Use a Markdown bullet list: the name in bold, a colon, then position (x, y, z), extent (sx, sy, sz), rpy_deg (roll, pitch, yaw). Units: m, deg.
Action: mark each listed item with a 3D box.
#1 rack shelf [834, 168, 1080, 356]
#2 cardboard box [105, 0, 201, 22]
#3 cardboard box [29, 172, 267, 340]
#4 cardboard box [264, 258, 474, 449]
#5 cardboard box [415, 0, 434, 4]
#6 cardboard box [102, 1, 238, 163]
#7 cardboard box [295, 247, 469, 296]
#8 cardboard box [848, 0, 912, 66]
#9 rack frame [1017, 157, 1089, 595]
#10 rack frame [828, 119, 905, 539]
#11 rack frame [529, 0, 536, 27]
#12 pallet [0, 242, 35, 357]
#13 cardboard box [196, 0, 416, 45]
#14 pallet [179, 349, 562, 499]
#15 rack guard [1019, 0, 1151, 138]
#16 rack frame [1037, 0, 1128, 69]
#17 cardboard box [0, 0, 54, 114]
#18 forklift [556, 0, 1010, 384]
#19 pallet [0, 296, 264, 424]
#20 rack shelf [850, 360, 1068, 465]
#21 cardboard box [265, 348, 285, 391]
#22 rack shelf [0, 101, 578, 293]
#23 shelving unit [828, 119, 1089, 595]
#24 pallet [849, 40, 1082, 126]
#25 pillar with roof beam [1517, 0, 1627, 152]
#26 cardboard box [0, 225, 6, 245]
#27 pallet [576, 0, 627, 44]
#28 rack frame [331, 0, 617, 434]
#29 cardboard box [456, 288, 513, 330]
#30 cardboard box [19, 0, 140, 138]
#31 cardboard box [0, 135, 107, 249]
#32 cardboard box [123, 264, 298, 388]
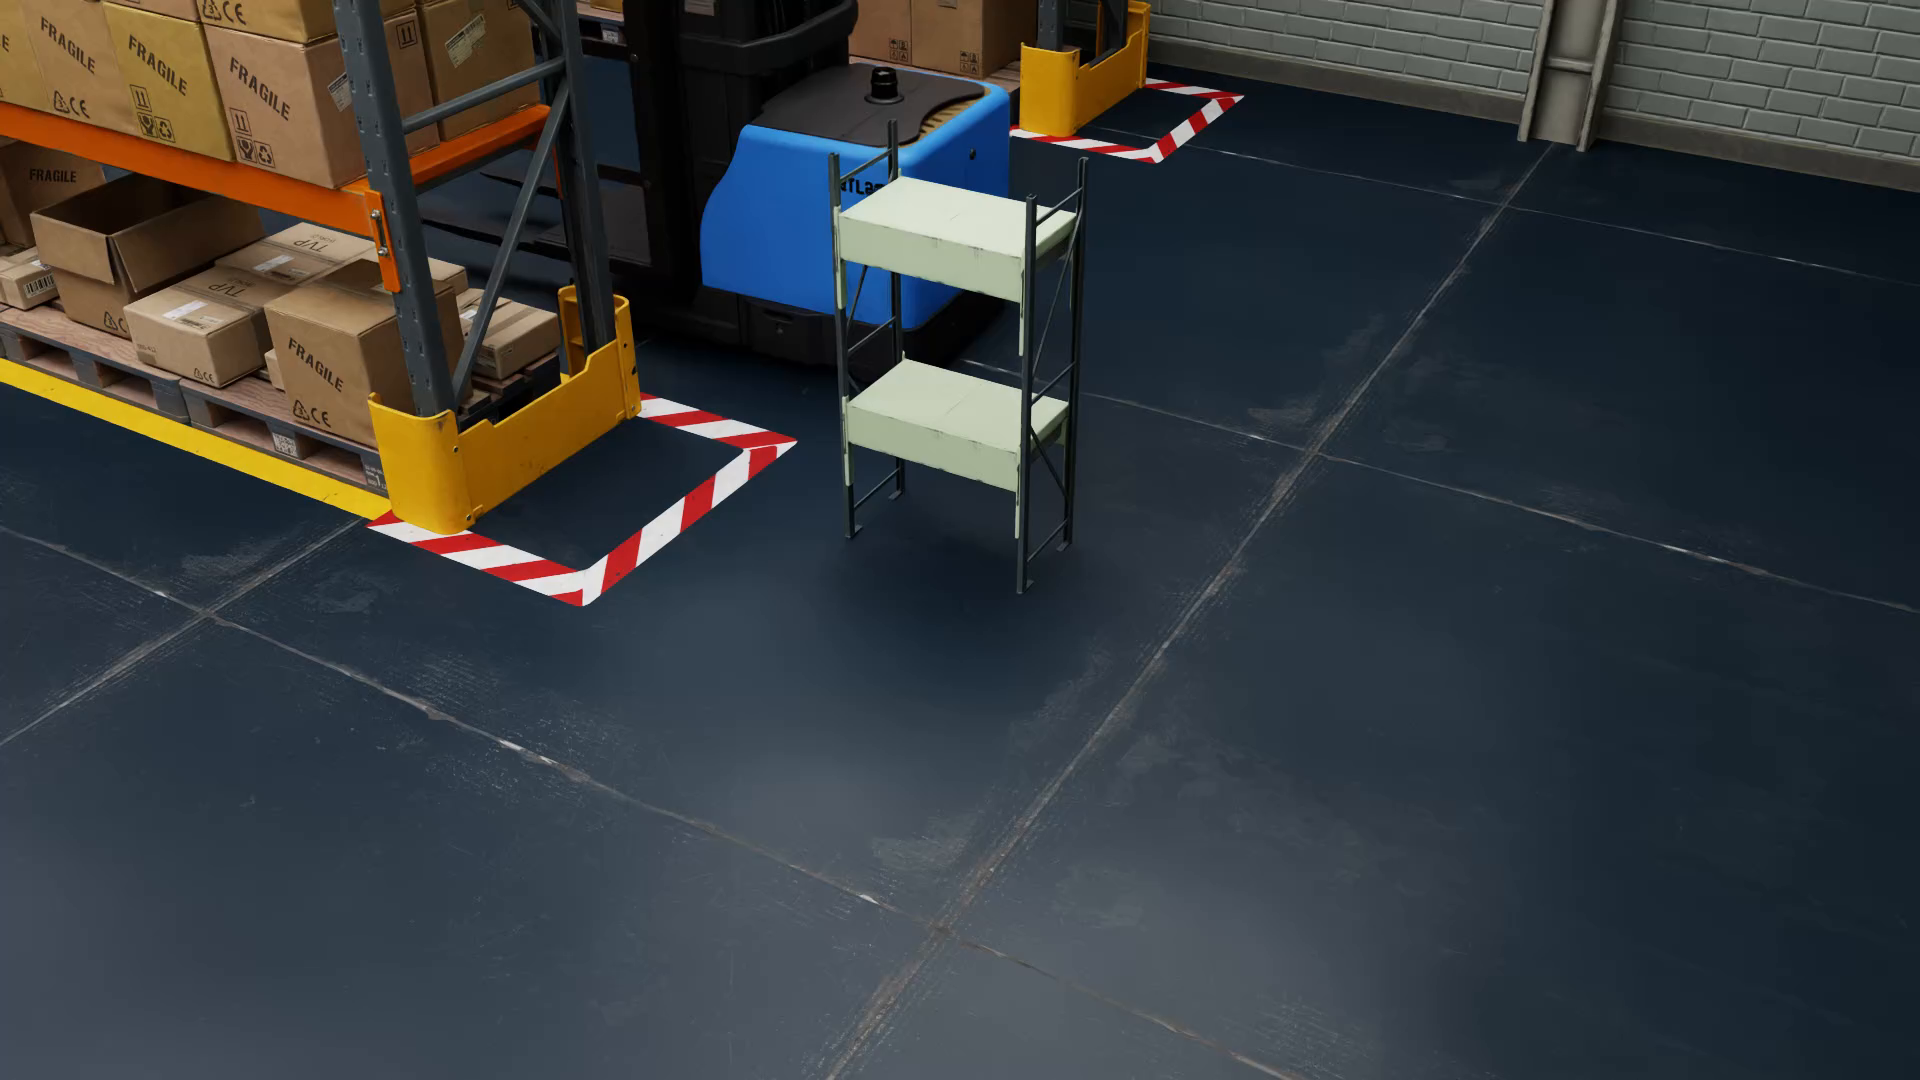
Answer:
- **rack shelf**: position (-0.006, -0.951, 5.621), extent (0.720, 0.370, 0.431), rpy_deg (18, 37, 24)
- **cardboard box**: position (-2.667, -2.147, 5.776), extent (0.500, 0.500, 0.500), rpy_deg (19, 38, 26)
- **cardboard box**: position (-3.545, -1.291, 7.337), extent (0.637, 0.503, 0.797), rpy_deg (18, 37, 24)
- **cardboard box**: position (-2.300, -0.734, 6.505), extent (0.500, 0.500, 0.500), rpy_deg (18, 37, 24)
- **cardboard box**: position (-1.960, -2.267, 5.956), extent (0.500, 0.500, 0.500), rpy_deg (19, 38, 26)
- **cardboard box**: position (-2.681, -1.736, 6.060), extent (0.500, 0.500, 0.500), rpy_deg (18, 38, 25)
- **cardboard box**: position (-2.471, -1.023, 7.164), extent (0.500, 0.250, 0.500), rpy_deg (18, 37, 24)
- **cardboard box**: position (-0.343, -3.362, 10.469), extent (0.500, 0.500, 0.700), rpy_deg (17, 37, 24)
- **rack frame**: position (0.312, -0.525, 5.686), extent (0.023, 1.500, 0.400), rpy_deg (18, 37, 24)
- **rack frame**: position (-0.324, -0.727, 5.988), extent (0.023, 1.500, 0.400), rpy_deg (18, 37, 24)
- **rack frame**: position (-2.724, -5.046, 11.121), extent (0.127, 3.000, 1.000), rpy_deg (18, 37, 24)
- **pallet**: position (-4.582, -1.311, 8.028), extent (1.213, 0.211, 1.003), rpy_deg (18, 37, 24)
- **cardboard box**: position (-2.228, -2.009, 5.568), extent (0.500, 0.500, 0.500), rpy_deg (17, 37, 24)
- **pallet**: position (-2.464, -0.640, 7.020), extent (1.213, 0.211, 1.003), rpy_deg (18, 37, 24)
- **rack guard**: position (0.770, -2.899, 10.152), extent (0.348, 0.500, 1.175), rpy_deg (18, 37, 24)
- **rack frame**: position (0.749, -3.946, 9.469), extent (0.127, 3.000, 1.000), rpy_deg (18, 37, 24)
- **cardboard box**: position (-3.549, -2.014, 6.478), extent (0.500, 0.500, 0.500), rpy_deg (17, 37, 24)
- **forklift**: position (-1.315, -2.460, 7.300), extent (3.031, 2.935, 1.130), rpy_deg (16, 37, 22)
- **pallet**: position (-3.519, -0.976, 7.525), extent (1.213, 0.211, 1.003), rpy_deg (18, 37, 24)
- **rack shelf**: position (-0.006, -0.436, 5.964), extent (0.686, 0.124, 0.368), rpy_deg (18, 37, 24)
- **cardboard box**: position (-2.607, -0.750, 6.830), extent (0.250, 0.166, 0.380), rpy_deg (18, 37, 24)
- **rack shelf**: position (-3.442, -1.811, 6.913), extent (4.000, 0.370, 1.077), rpy_deg (18, 37, 24)
- **shelving unit**: position (-0.006, -0.626, 5.837), extent (0.755, 1.500, 0.431), rpy_deg (18, 37, 24)
- **pallet**: position (0.016, -2.967, 10.515), extent (1.213, 0.211, 1.003), rpy_deg (18, 37, 24)
- **pillar with roof beam**: position (1.387, -4.045, 4.205), extent (0.400, 9.000, 9.100), rpy_deg (18, 37, 24)
- **cardboard box**: position (-4.921, -1.505, 7.833), extent (0.500, 0.311, 0.500), rpy_deg (18, 37, 24)
- **pallet**: position (-2.102, -3.638, 11.523), extent (1.213, 0.211, 1.003), rpy_deg (18, 37, 24)
- **rack frame**: position (-1.705, -1.561, 5.888), extent (0.127, 3.000, 1.000), rpy_deg (18, 37, 24)
- **cardboard box**: position (-2.115, -0.914, 7.075), extent (0.250, 0.166, 0.380), rpy_deg (18, 37, 24)
- **cardboard box**: position (-3.112, -1.875, 6.270), extent (0.500, 0.500, 0.500), rpy_deg (18, 38, 25)
- **cardboard box**: position (-4.543, -1.783, 8.080), extent (0.500, 0.500, 0.500), rpy_deg (18, 37, 24)
- **cardboard box**: position (-3.110, -0.906, 6.988), extent (0.500, 0.250, 0.500), rpy_deg (18, 37, 24)
